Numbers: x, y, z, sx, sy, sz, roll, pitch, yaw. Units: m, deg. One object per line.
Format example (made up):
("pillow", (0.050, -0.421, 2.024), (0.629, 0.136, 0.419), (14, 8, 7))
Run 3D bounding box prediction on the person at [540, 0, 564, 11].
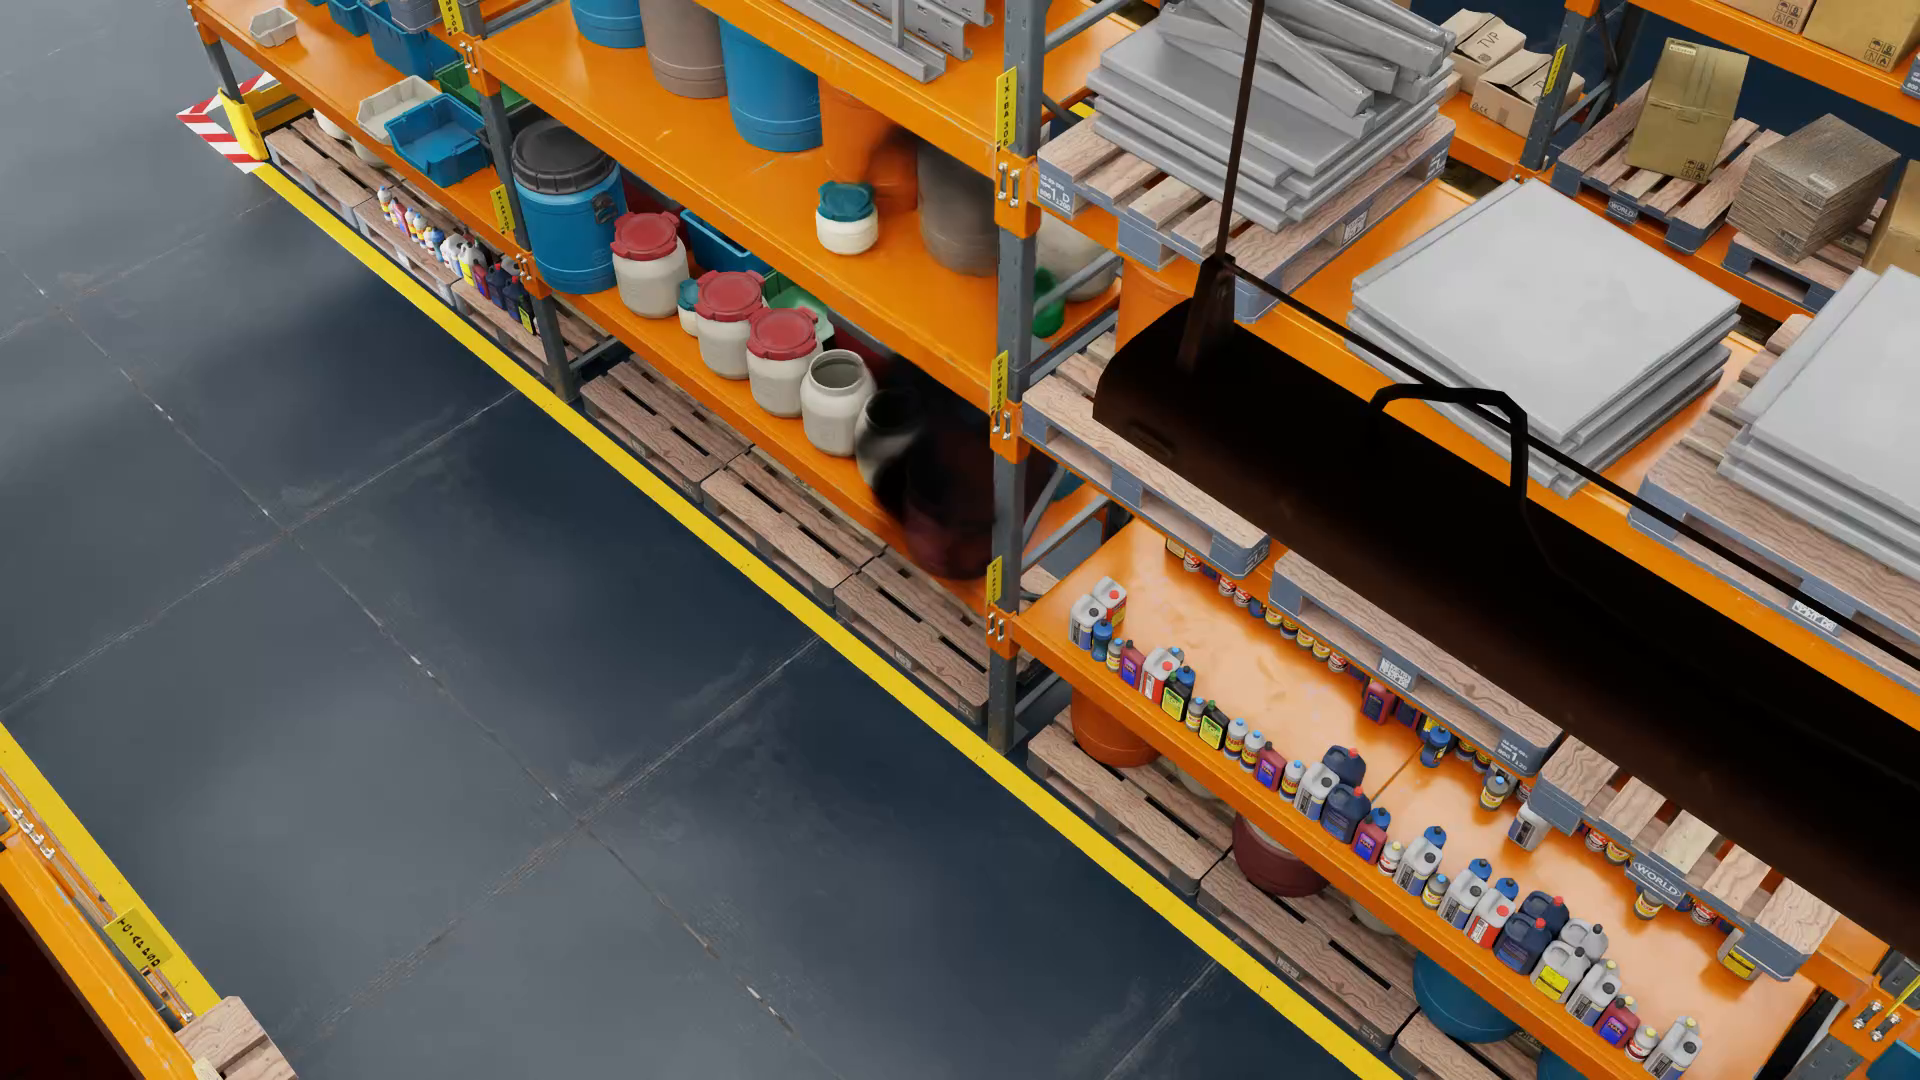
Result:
("person", (-3.391, -4.711, 13.203), (0.632, 1.727, 0.688), (1, 50, 0))
